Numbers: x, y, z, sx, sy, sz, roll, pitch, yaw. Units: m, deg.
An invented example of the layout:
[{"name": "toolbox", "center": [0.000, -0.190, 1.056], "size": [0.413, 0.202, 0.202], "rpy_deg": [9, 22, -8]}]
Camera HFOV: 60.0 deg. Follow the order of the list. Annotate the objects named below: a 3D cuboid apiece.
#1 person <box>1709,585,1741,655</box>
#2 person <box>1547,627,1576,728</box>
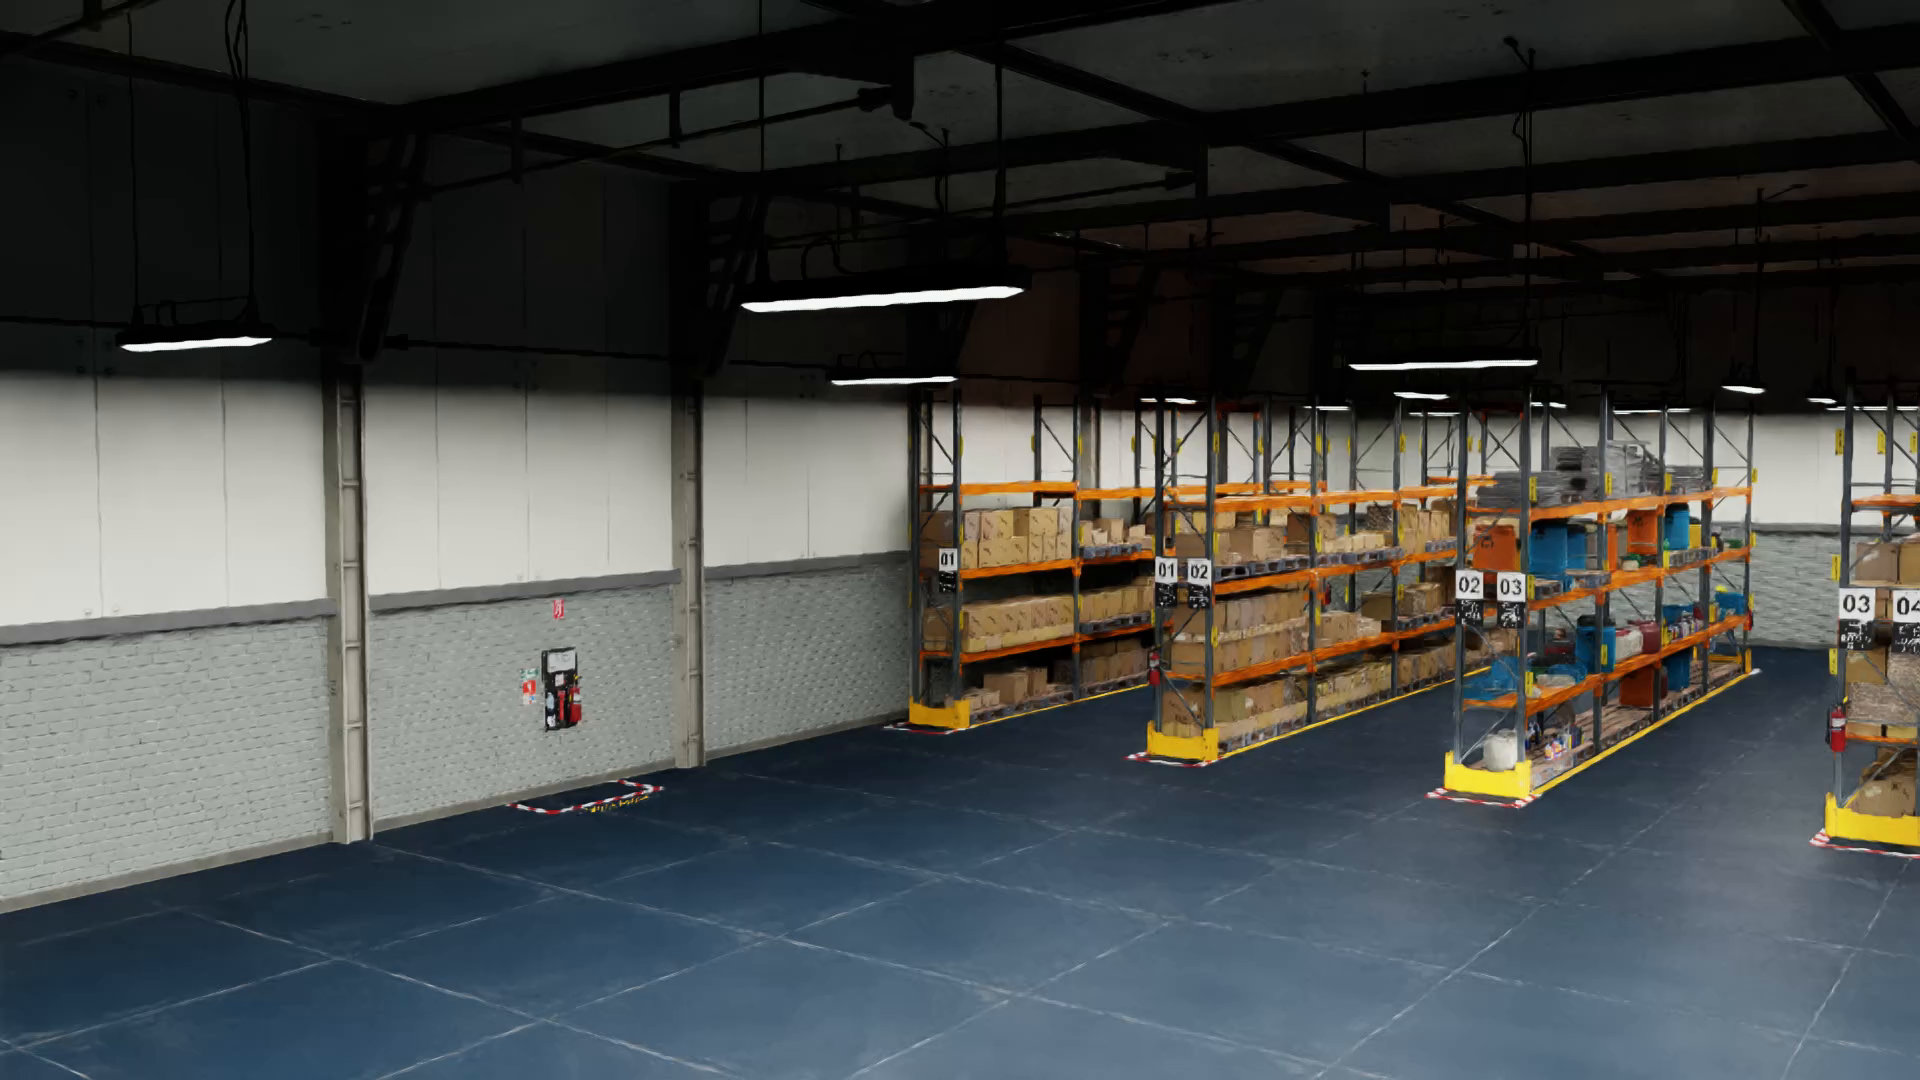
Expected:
[{"name": "person", "center": [18.054, 1.915, 39.303], "size": [0.971, 1.713, 0.614], "rpy_deg": [-2, 4, -34]}, {"name": "person", "center": [10.189, 2.339, 28.124], "size": [0.505, 1.720, 0.616], "rpy_deg": [2, 4, 28]}]
